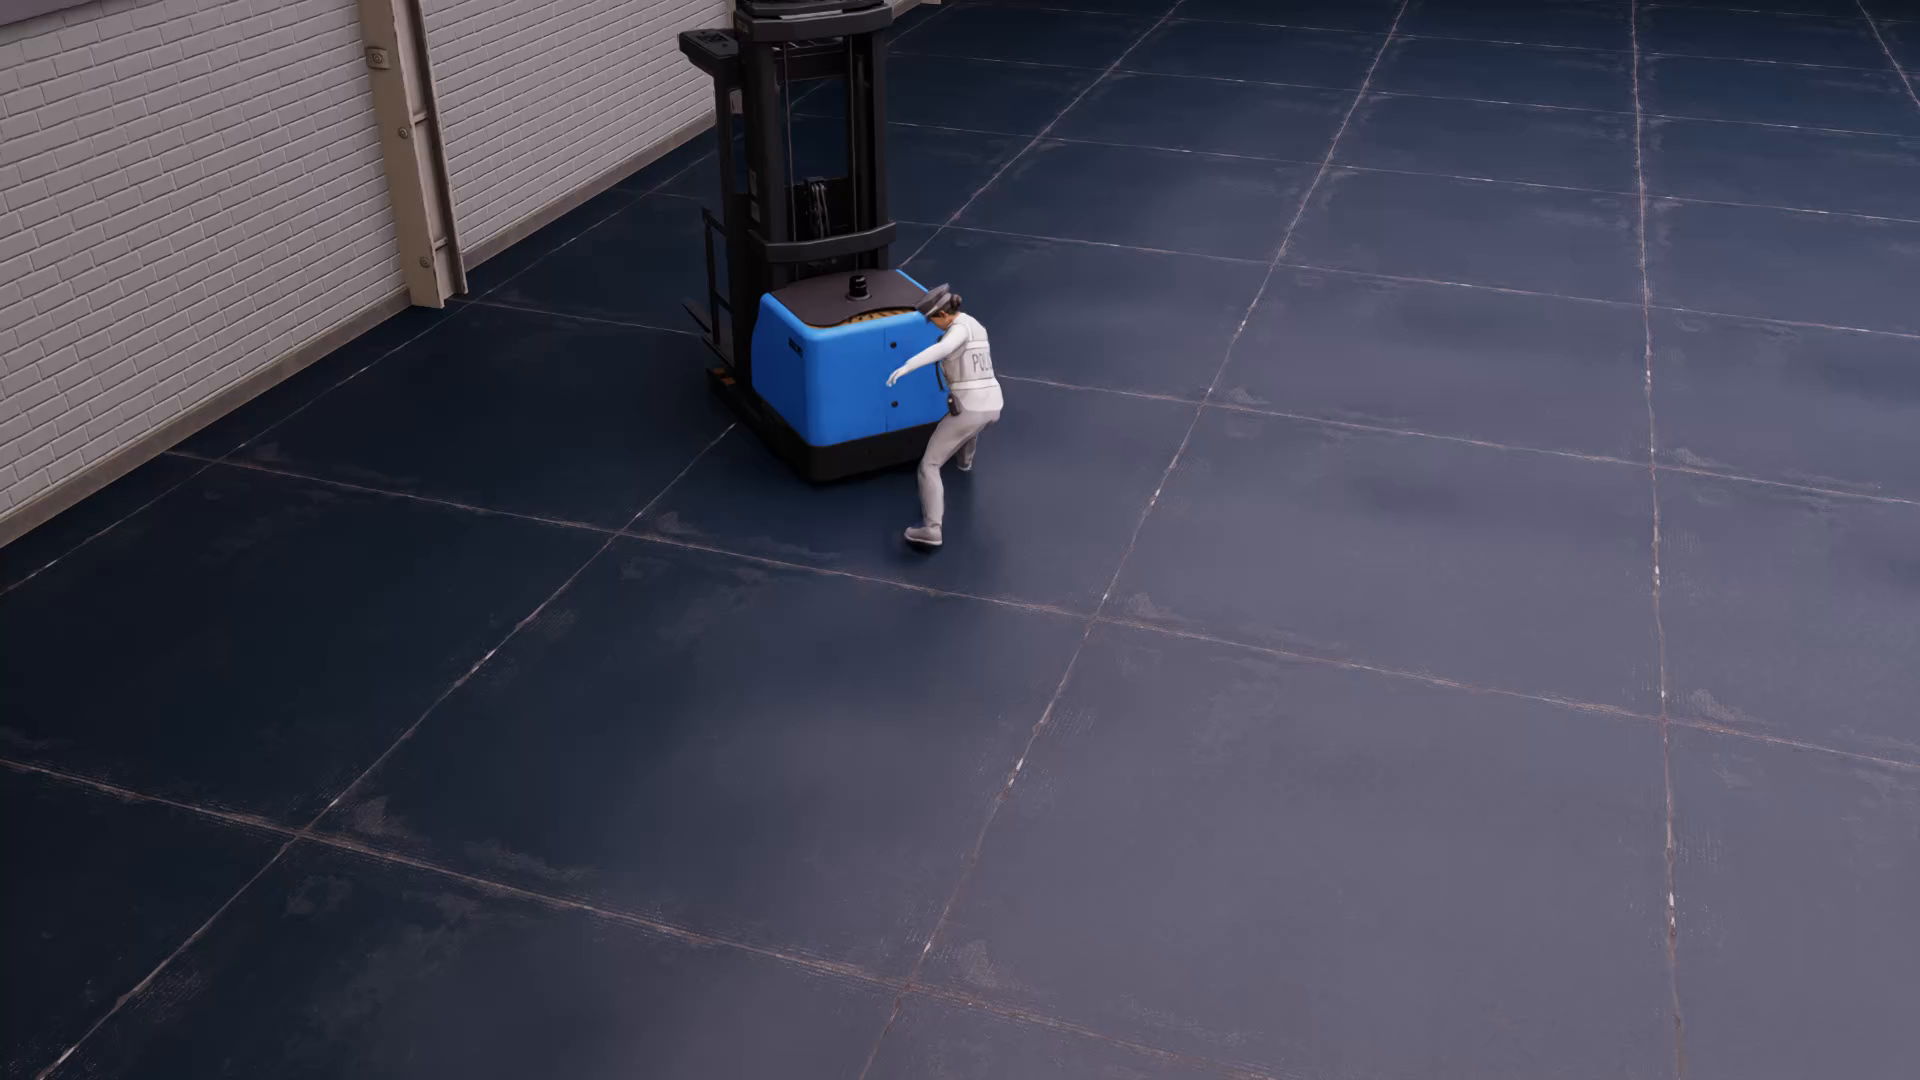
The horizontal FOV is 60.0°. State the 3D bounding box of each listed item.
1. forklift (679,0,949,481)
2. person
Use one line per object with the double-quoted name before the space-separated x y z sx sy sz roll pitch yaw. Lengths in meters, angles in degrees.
"forklift" -1.164 -2.355 11.267 1.130 2.935 3.031 -14 33 -24
"person" -0.076 -0.841 10.186 0.710 1.390 1.238 19 35 30
